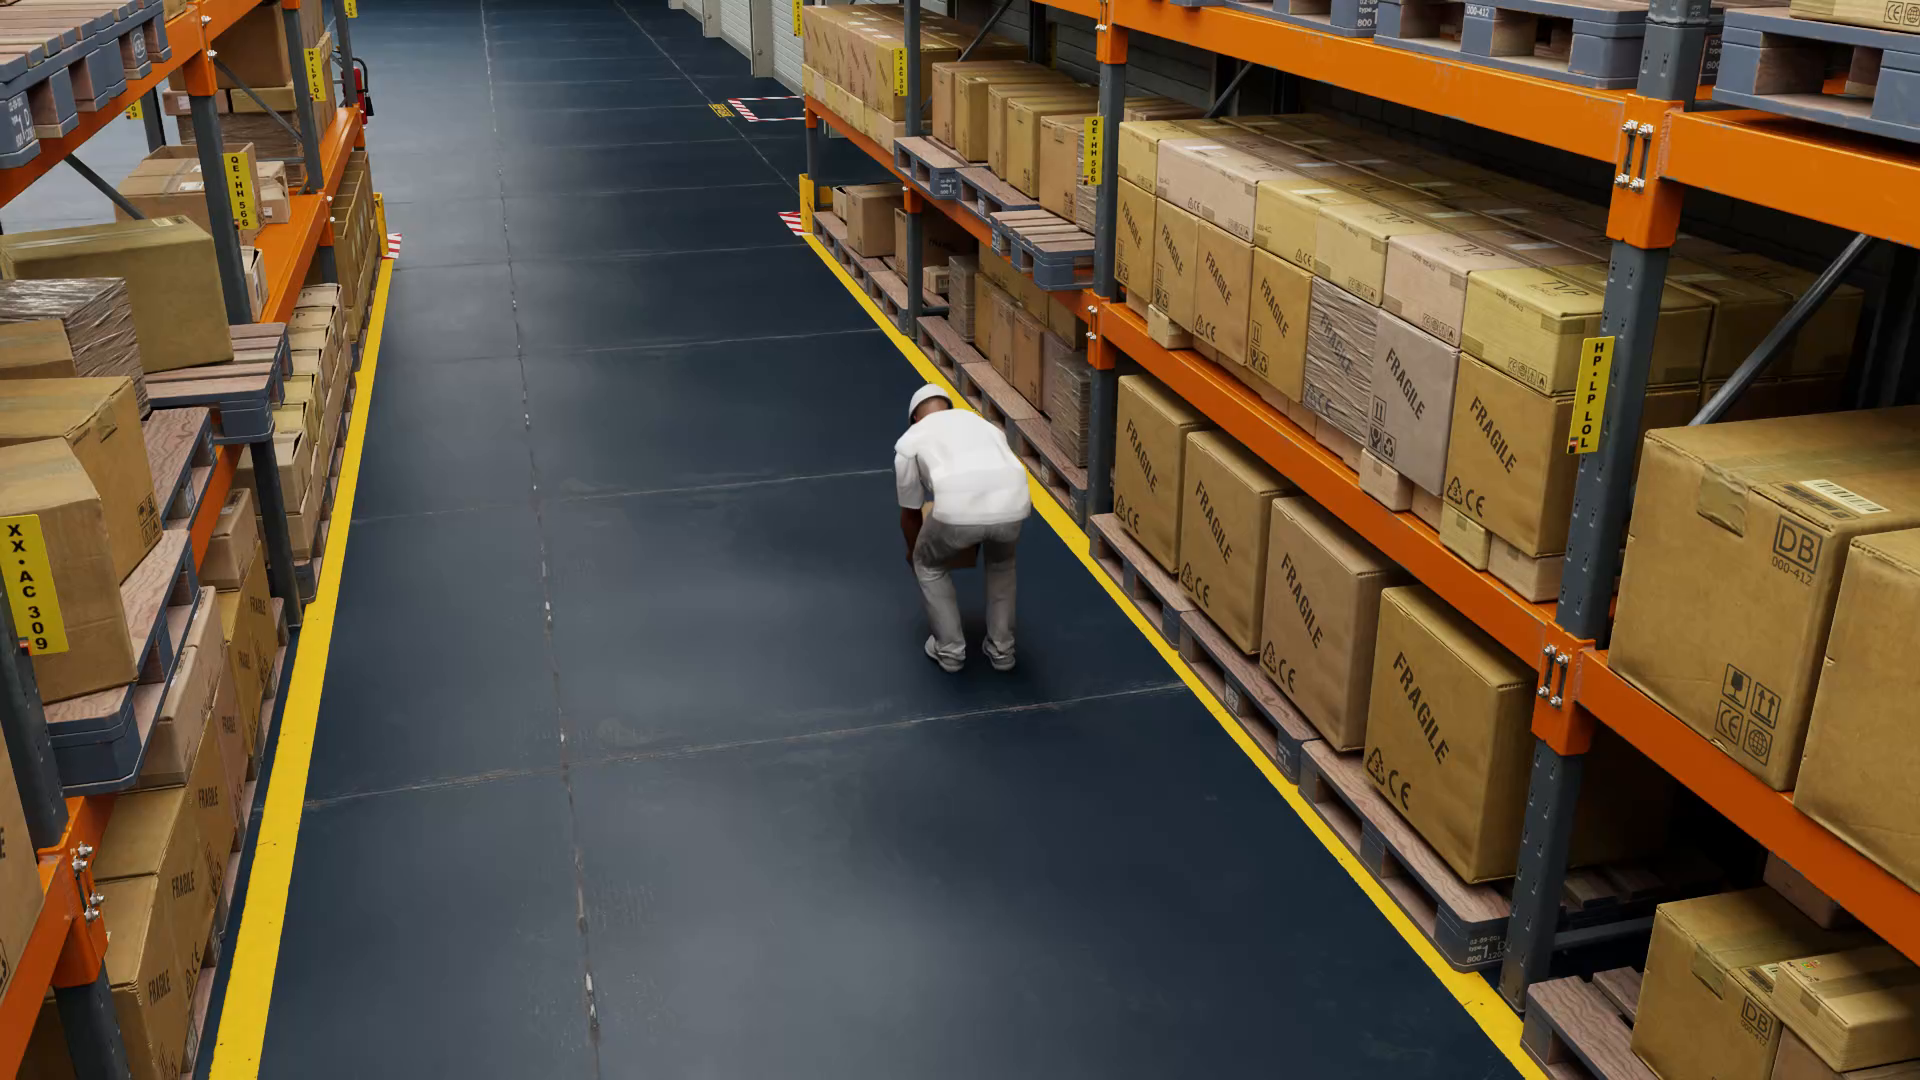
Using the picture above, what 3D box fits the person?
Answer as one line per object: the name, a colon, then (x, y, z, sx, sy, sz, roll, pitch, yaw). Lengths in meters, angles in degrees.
person: (-0.017, -0.045, 7.471, 0.511, 1.143, 0.959, -7, 24, -16)
